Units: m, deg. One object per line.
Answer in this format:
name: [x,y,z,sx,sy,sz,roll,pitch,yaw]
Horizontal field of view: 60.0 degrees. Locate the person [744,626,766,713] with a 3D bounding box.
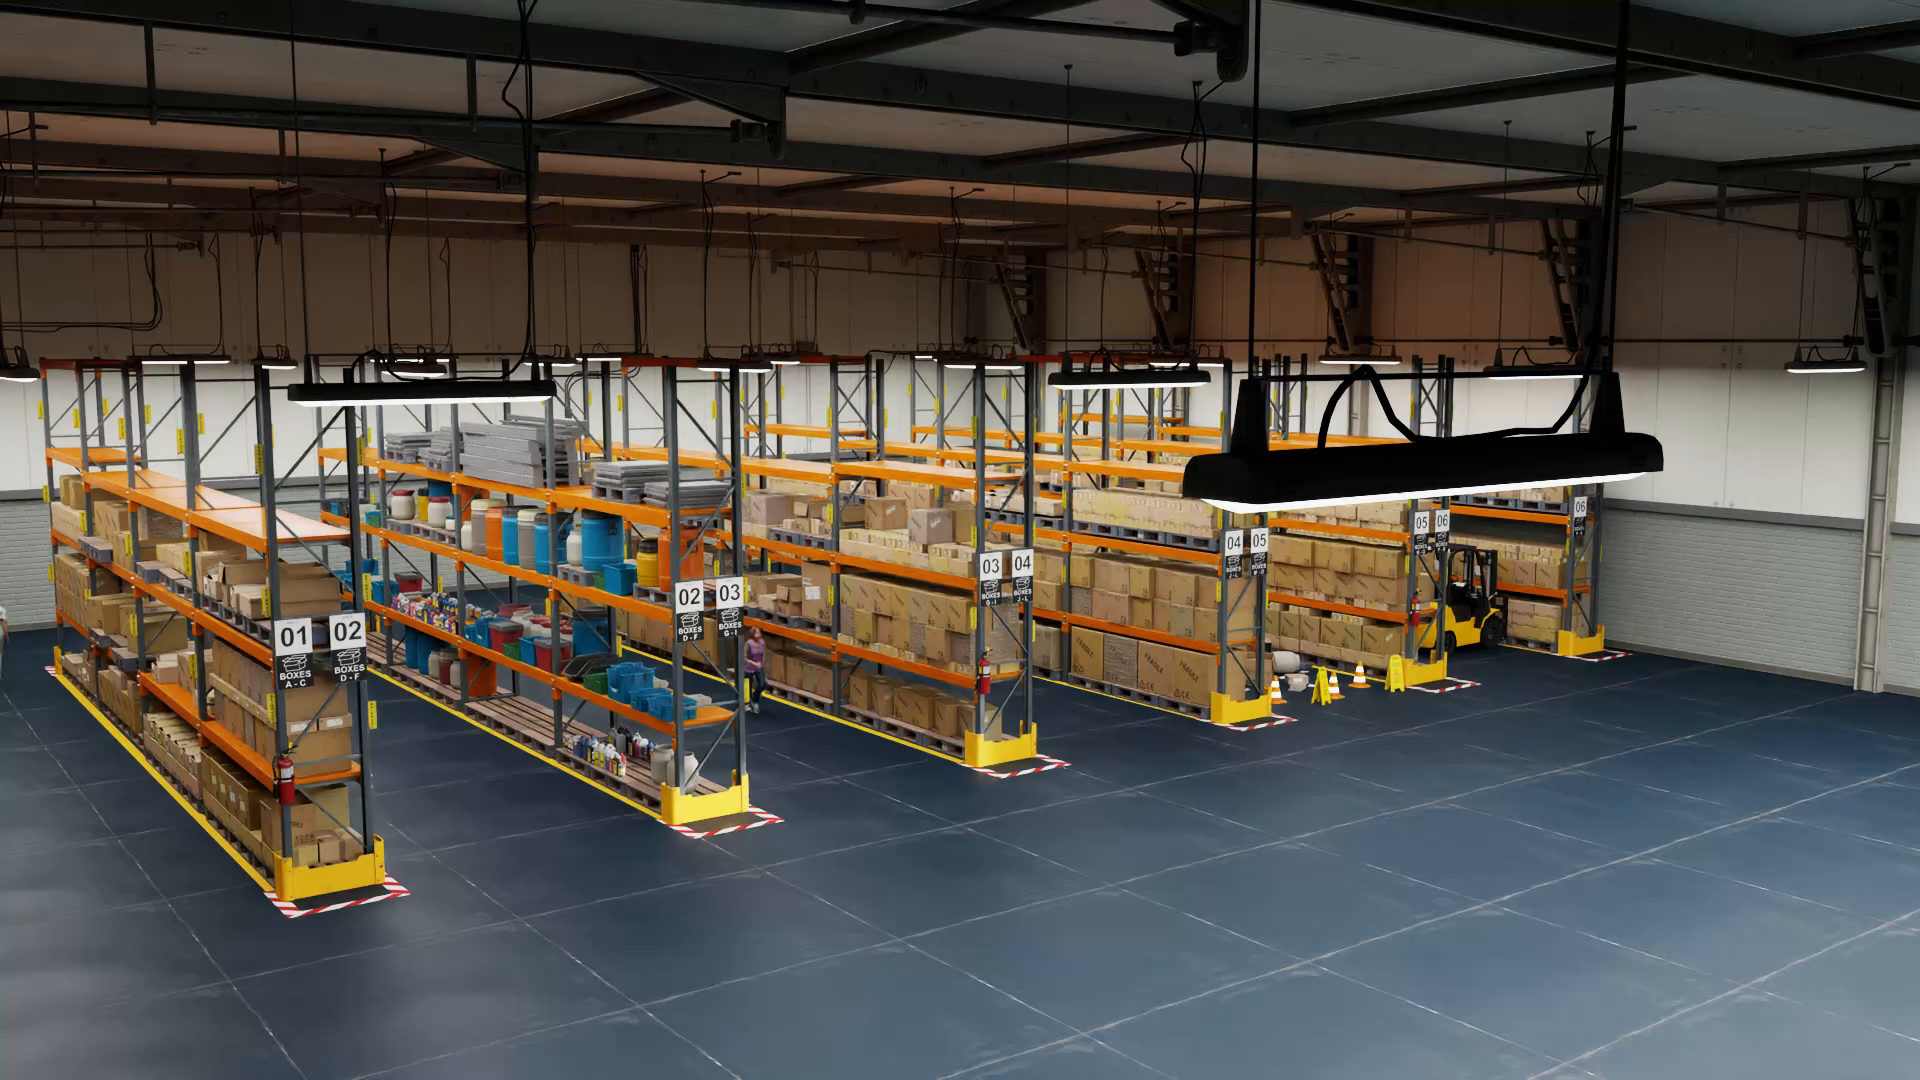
person: [-3.496,2.185,28.156,0.530,1.518,0.795,-3,8,-26]

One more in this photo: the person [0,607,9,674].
person: [-17.943,1.817,30.843,0.542,1.650,0.649,-4,8,-31]
